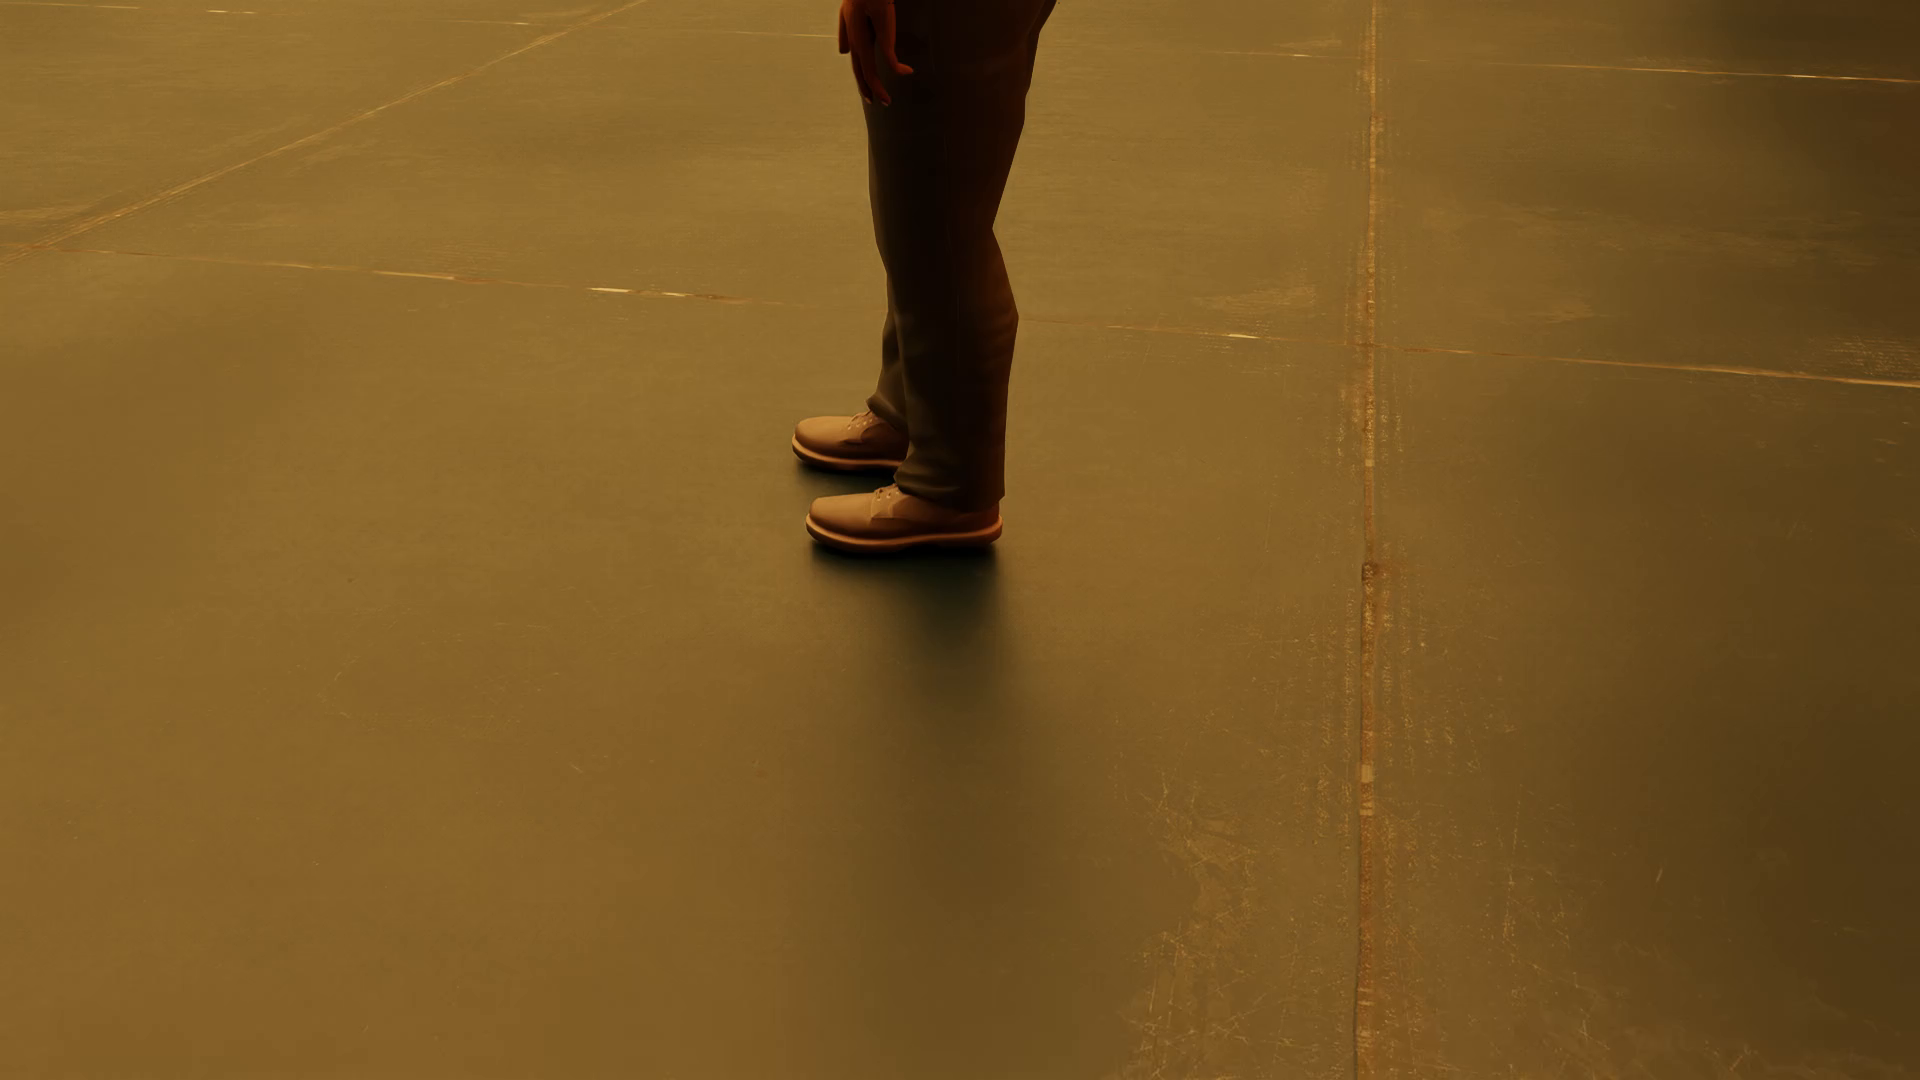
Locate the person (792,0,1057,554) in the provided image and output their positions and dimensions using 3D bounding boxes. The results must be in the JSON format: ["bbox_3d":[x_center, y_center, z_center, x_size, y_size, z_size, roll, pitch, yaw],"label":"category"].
[{"bbox_3d":[-0.082,-0.762,2.158,0.503,1.656,0.570,6,27,11],"label":"person"}]
